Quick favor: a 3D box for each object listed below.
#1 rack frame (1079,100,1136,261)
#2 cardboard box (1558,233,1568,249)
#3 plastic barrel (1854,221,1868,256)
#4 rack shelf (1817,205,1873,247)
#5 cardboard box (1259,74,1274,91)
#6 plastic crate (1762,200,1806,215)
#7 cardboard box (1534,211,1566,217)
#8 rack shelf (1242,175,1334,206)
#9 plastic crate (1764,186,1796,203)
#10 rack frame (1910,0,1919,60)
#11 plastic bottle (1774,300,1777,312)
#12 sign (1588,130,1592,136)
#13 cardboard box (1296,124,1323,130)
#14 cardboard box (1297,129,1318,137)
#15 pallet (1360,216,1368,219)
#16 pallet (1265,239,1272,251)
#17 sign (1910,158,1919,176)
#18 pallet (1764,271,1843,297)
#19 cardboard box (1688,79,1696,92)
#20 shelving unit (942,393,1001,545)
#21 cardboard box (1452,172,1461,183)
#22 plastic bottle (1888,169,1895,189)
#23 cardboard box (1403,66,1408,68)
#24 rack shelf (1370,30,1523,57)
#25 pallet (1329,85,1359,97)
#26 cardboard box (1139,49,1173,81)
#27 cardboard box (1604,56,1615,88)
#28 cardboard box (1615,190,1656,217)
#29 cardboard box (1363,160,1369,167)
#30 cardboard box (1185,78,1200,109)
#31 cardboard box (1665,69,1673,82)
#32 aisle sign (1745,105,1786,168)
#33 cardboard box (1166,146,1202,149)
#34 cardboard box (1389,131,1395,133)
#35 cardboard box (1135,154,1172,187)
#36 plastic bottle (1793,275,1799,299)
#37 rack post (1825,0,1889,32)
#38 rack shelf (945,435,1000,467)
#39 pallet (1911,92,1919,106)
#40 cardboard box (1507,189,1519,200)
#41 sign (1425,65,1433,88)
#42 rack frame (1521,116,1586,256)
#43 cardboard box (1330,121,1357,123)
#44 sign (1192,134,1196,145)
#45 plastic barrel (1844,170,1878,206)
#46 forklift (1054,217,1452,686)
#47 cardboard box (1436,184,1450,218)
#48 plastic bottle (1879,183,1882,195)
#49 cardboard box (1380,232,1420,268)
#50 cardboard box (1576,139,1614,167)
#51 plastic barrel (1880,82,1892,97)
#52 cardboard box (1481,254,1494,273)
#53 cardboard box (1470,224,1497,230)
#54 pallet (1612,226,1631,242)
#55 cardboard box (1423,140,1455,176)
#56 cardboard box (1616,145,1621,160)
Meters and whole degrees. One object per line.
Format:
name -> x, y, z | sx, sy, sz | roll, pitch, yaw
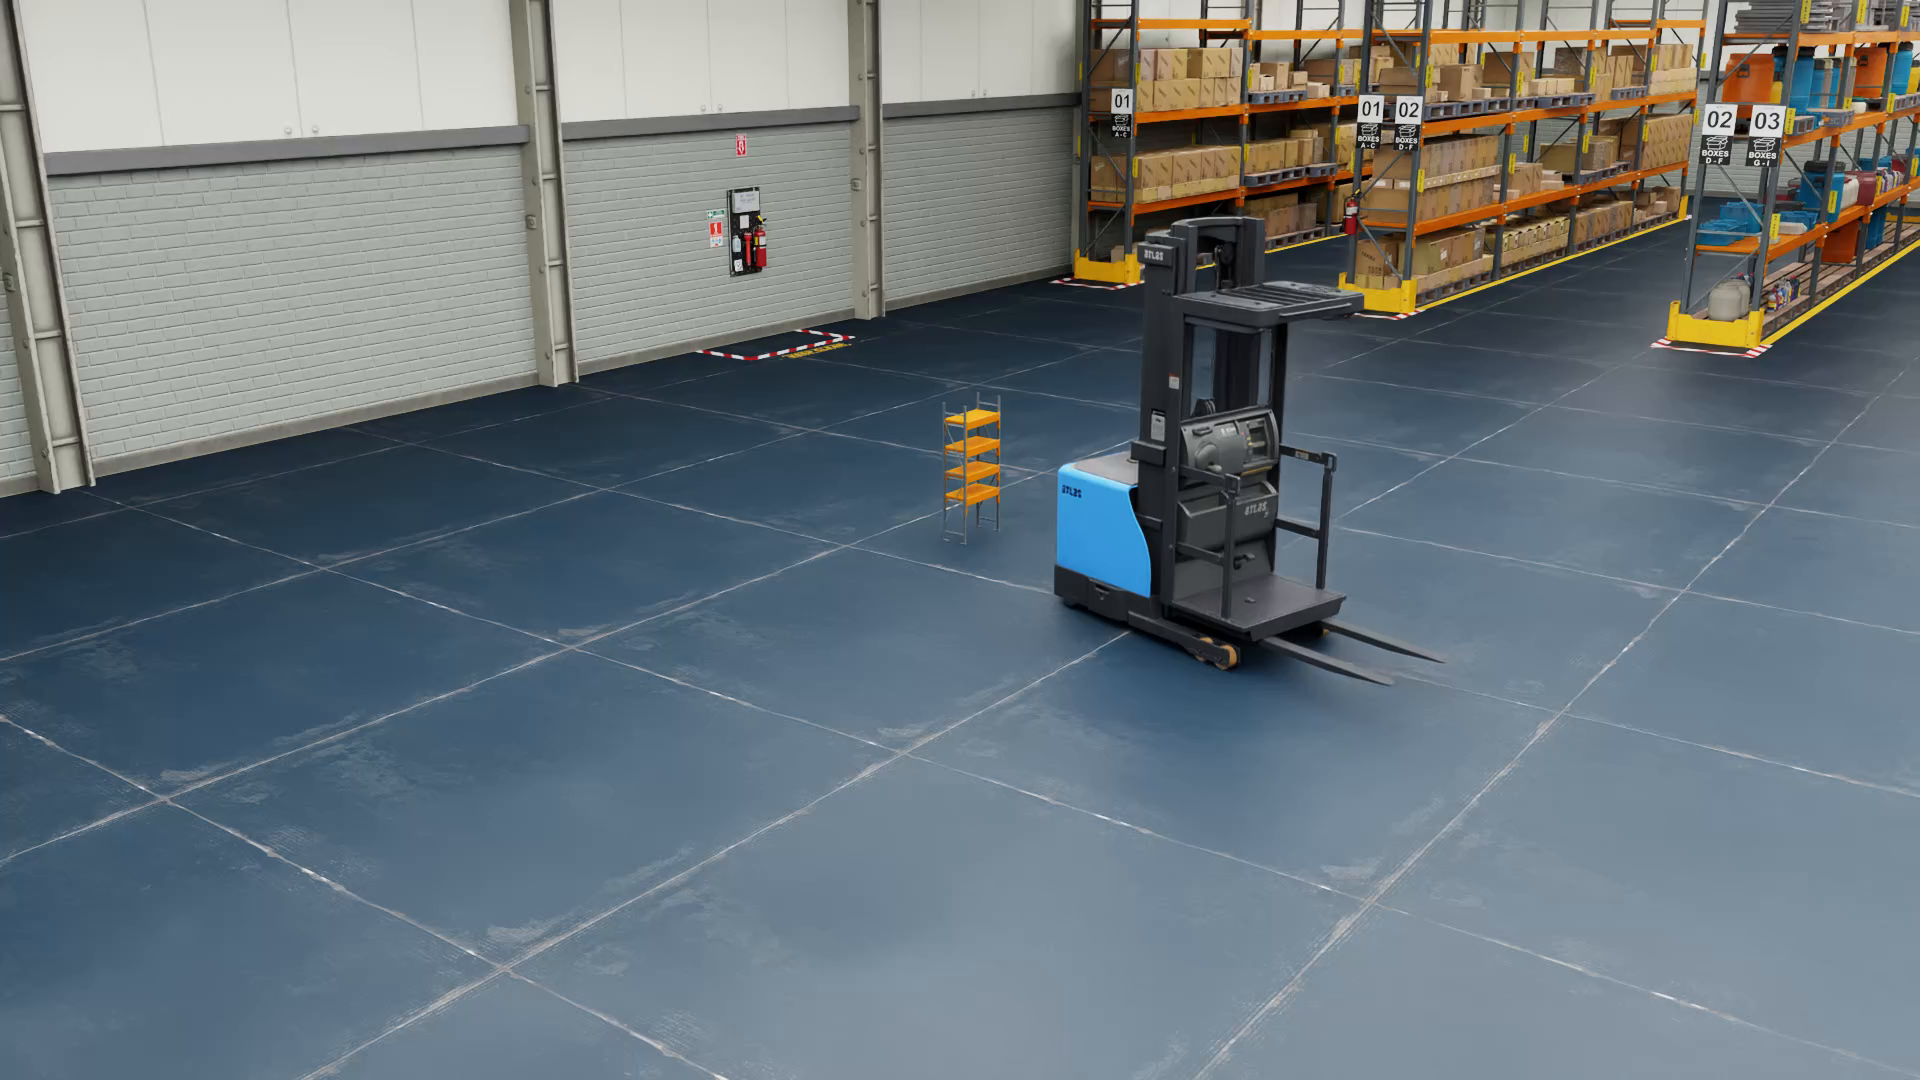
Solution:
rack frame -> 2.485, -5.906, 28.203 | 1.000, 3.000, 0.127 | 12, 21, 35
cardboard box -> 11.115, -5.656, 31.326 | 0.500, 0.250, 0.500 | 13, 21, 36
plastic barrel -> 16.159, -5.498, 30.248 | 0.600, 0.588, 0.708 | 12, 21, 35
rack shelf -> 14.016, -5.240, 27.274 | 1.077, 0.370, 4.000 | 12, 21, 35
cardboard box -> 5.625, -8.712, 31.623 | 0.500, 0.311, 0.500 | 13, 22, 36
plastic crate -> 12.411, -4.976, 25.314 | 0.767, 0.338, 0.504 | 12, 21, 35
cardboard box -> 11.601, -6.217, 32.679 | 0.500, 0.500, 0.500 | 13, 22, 37
rack shelf -> 6.060, -6.991, 32.912 | 1.077, 0.370, 4.000 | 12, 21, 35
plastic crate -> 12.868, -5.308, 26.170 | 0.402, 0.464, 0.583 | 12, 21, 35
rack frame -> 19.975, -10.831, 33.948 | 1.000, 3.000, 0.127 | 12, 21, 35
plastic bottle -> 11.834, -3.430, 24.208 | 0.097, 0.201, 0.097 | 0, 17, 0
sign -> 13.175, -8.397, 34.765 | 0.100, 0.325, 0.005 | 12, 21, 35
cardboard box -> 7.314, -8.522, 34.661 | 0.500, 0.250, 0.500 | 13, 22, 36
cardboard box -> 7.070, -8.291, 33.881 | 0.380, 0.149, 0.250 | 9, 20, 28
pallet -> 8.509, -6.943, 36.246 | 1.003, 0.211, 1.213 | 12, 21, 35
pallet -> 5.331, -5.712, 32.283 | 1.003, 0.211, 1.213 | 12, 21, 35
sign -> 18.032, -7.048, 31.414 | 0.100, 0.325, 0.005 | 12, 21, 35
pallet -> 13.988, -4.262, 27.611 | 1.003, 0.211, 1.213 | 12, 21, 35
cardboard box -> 15.905, -10.034, 36.692 | 0.500, 0.250, 0.500 | 12, 21, 35
shelving unit -> 0.099, -0.612, 14.193 | 0.258, 1.200, 0.503 | 12, 21, 35
cardboard box -> 7.789, -5.810, 26.633 | 0.380, 0.149, 0.250 | 13, 21, 35
plastic bottle -> 17.196, -6.669, 30.744 | 0.144, 0.351, 0.185 | 12, 21, 35
cardboard box -> 10.258, -10.491, 37.287 | 0.500, 0.250, 0.500 | 12, 21, 35
rack shelf -> 7.657, -7.838, 26.197 | 1.077, 0.370, 4.000 | 12, 21, 35
pallet -> 7.593, -9.316, 34.446 | 1.213, 0.211, 1.003 | 14, 22, 37
cardboard box -> 3.249, -8.032, 28.105 | 0.500, 0.500, 0.500 | 12, 21, 34
cardboard box -> 12.464, -9.193, 32.685 | 0.600, 0.600, 0.600 | 11, 21, 33
cardboard box -> 14.731, -7.356, 36.340 | 0.797, 0.503, 0.637 | 12, 21, 35
cardboard box -> 8.539, -8.105, 35.677 | 0.380, 0.149, 0.250 | 13, 21, 35
cardboard box -> 3.842, -7.808, 29.070 | 0.500, 0.500, 0.500 | 14, 22, 38
cardboard box -> 14.709, -9.797, 35.087 | 0.500, 0.250, 0.500 | 12, 21, 35
aisle sign -> 10.634, -5.328, 21.958 | 0.394, 0.787, 0.004 | 12, 21, 35
cardboard box -> 4.109, -6.957, 30.543 | 0.500, 0.500, 0.500 | 12, 21, 34
cardboard box -> 9.250, -9.045, 36.343 | 0.500, 0.250, 0.500 | 13, 21, 36
cardboard box -> 3.313, -6.378, 28.680 | 0.500, 0.500, 0.500 | 12, 21, 35
plastic bottle -> 12.673, -3.848, 25.303 | 0.144, 0.351, 0.185 | 12, 21, 33
rack post -> 13.929, -8.552, 26.274 | 1.013, 1.000, 3.121 | 12, 21, 35
rack shelf -> 0.099, -0.762, 14.146 | 0.258, 0.148, 0.480 | 12, 21, 35
pallet -> 17.203, -8.151, 30.696 | 1.213, 0.211, 1.003 | 12, 21, 35
cardboard box -> 9.541, -6.039, 29.056 | 0.380, 0.149, 0.250 | 12, 21, 35
sign -> 6.908, -6.819, 24.481 | 0.100, 0.325, 0.005 | 12, 21, 35
rack frame -> 11.232, -6.937, 31.523 | 1.000, 3.000, 0.127 | 12, 21, 35
cardboard box -> 8.236, -8.888, 35.839 | 0.500, 0.250, 0.500 | 12, 21, 33
sign -> 4.420, -7.509, 31.412 | 0.100, 0.325, 0.005 | 12, 21, 35
plastic barrel -> 15.175, -5.961, 28.153 | 0.600, 0.536, 0.708 | 12, 21, 35
forklift -> 2.030, -0.680, 11.492 | 1.130, 2.935, 3.031 | -13, 22, -37
cardboard box -> 7.364, -5.431, 26.506 | 0.700, 0.500, 0.500 | 13, 21, 35
plastic bottle -> 16.367, -6.288, 29.651 | 0.097, 0.271, 0.097 | 0, 17, 0
cardboard box -> 7.130, -4.698, 26.977 | 0.500, 0.500, 0.500 | 12, 21, 35
cardboard box -> 12.612, -7.706, 33.124 | 0.700, 0.500, 0.500 | 7, 19, 21
plastic barrel -> 16.024, -7.831, 28.899 | 0.294, 0.245, 0.294 | 0, 17, 0
cardboard box -> 8.748, -4.722, 28.321 | 0.500, 0.250, 0.500 | 12, 21, 35
cardboard box -> 9.464, -5.530, 29.975 | 0.500, 0.311, 0.500 | 12, 21, 35
pallet -> 13.161, -6.357, 34.359 | 1.003, 0.211, 1.213 | 12, 21, 35
cardboard box -> 7.394, -6.066, 26.365 | 0.700, 0.500, 0.500 | 13, 21, 35
cardboard box -> 13.707, -8.101, 35.106 | 0.500, 0.500, 0.500 | 13, 21, 36
